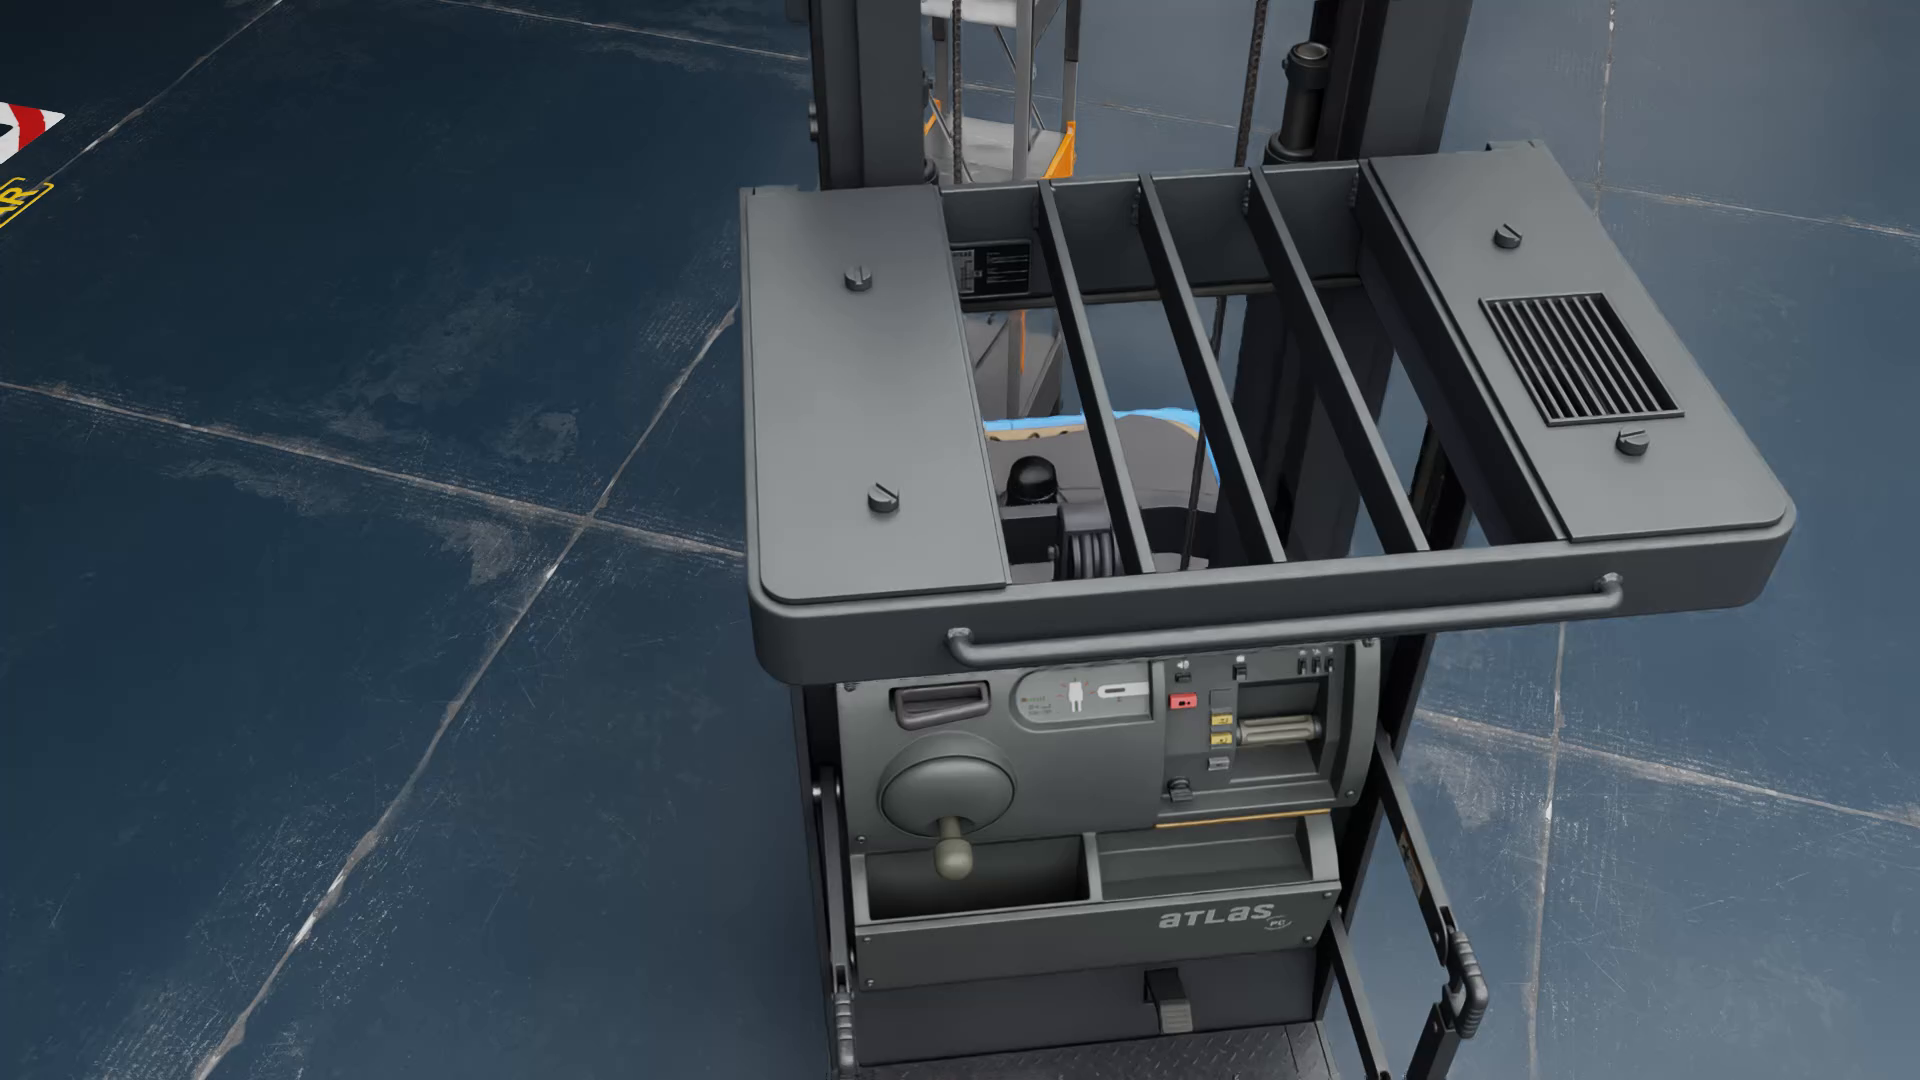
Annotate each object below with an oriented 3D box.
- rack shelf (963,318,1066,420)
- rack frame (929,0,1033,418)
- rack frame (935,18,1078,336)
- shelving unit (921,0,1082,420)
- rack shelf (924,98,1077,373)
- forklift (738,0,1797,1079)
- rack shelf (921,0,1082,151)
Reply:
[{"bbox_3d":[0.050,-0.351,5.128,0.431,0.518,0.480,13,46,12],"label":"rack shelf"},{"bbox_3d":[-0.024,-0.698,4.462,0.400,2.100,0.015,13,46,12],"label":"rack frame"},{"bbox_3d":[0.124,-1.023,4.795,0.400,2.100,0.015,13,46,12],"label":"rack frame"},{"bbox_3d":[0.050,-0.861,4.628,0.431,2.100,0.503,13,46,12],"label":"shelving unit"},{"bbox_3d":[0.050,-0.851,4.638,0.431,0.518,0.480,13,46,12],"label":"rack shelf"},{"bbox_3d":[0.284,0.447,2.698,1.130,2.935,3.031,-4,45,-5],"label":"forklift"},{"bbox_3d":[0.050,-1.351,4.148,0.431,0.518,0.480,13,46,12],"label":"rack shelf"}]
